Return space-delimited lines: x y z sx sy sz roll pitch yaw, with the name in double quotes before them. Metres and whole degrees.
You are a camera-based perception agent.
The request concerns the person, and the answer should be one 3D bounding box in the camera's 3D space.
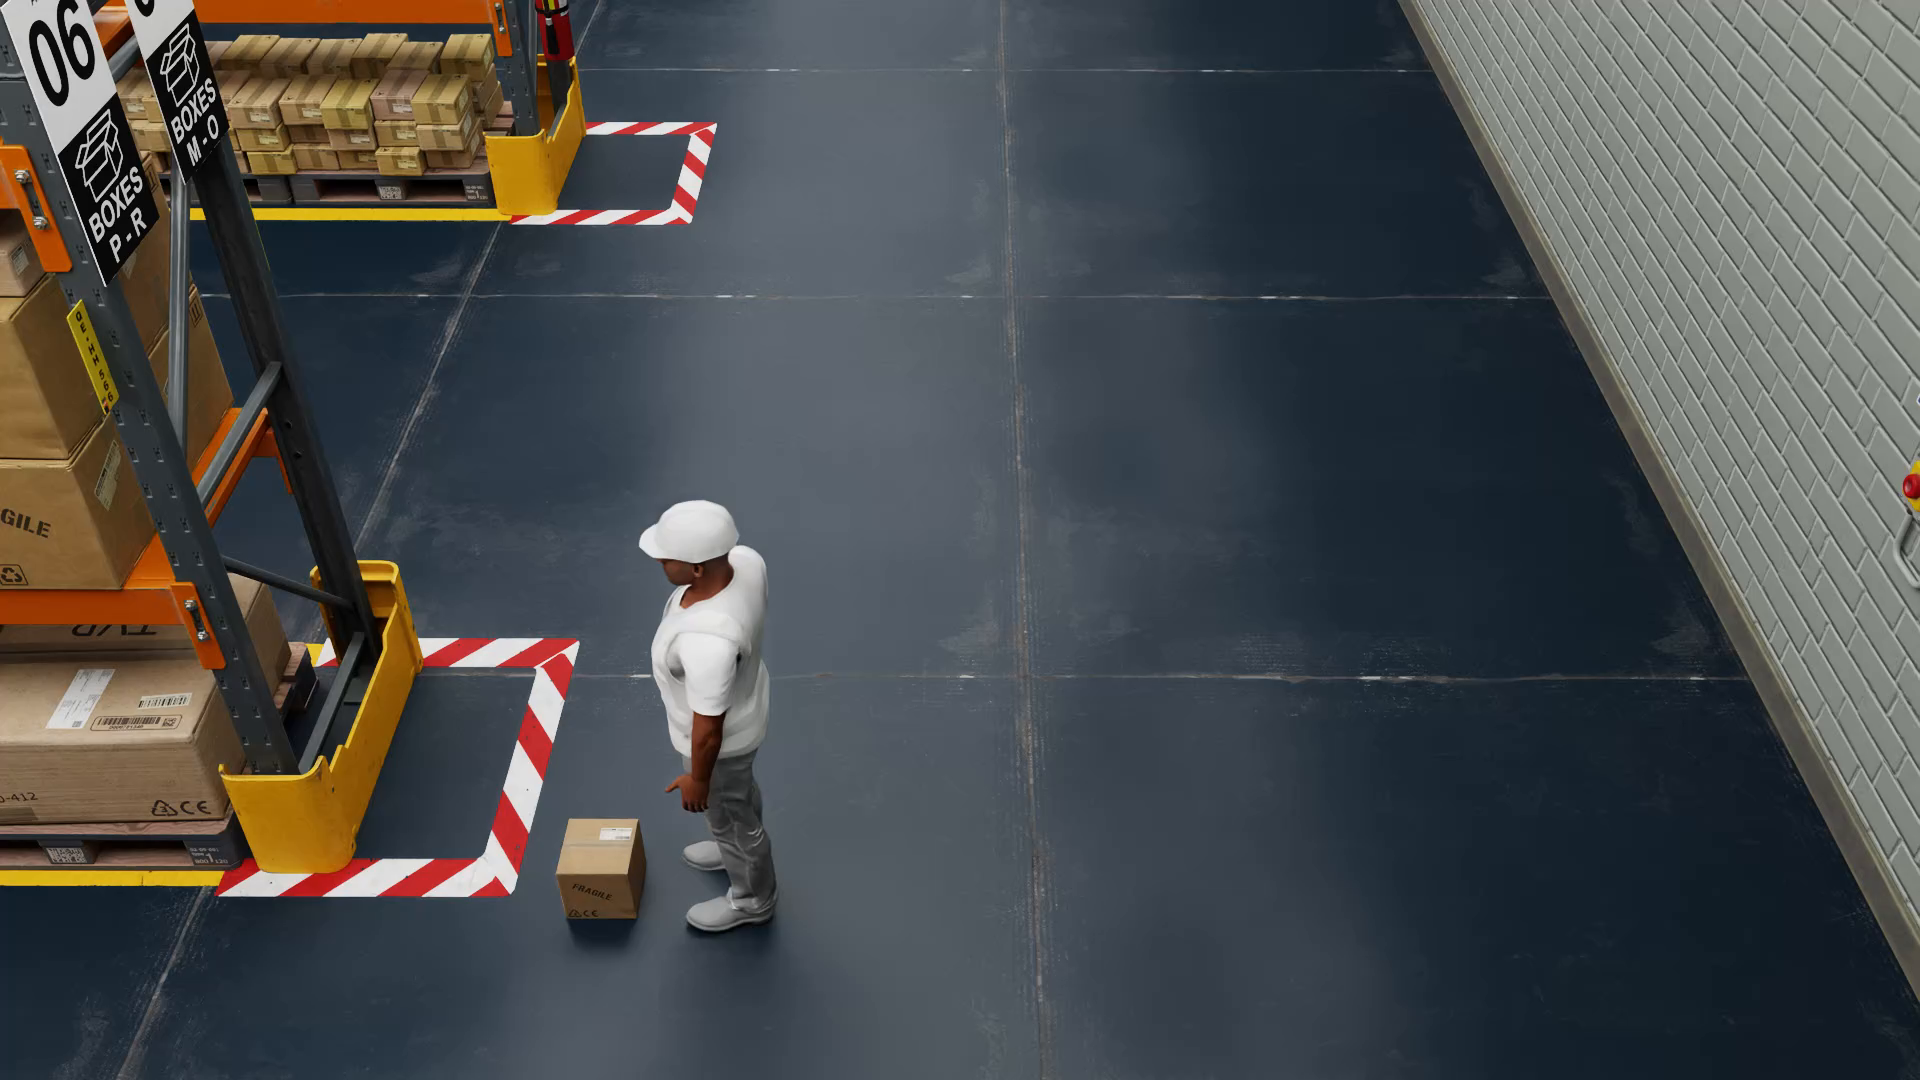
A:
"person" -0.818 0.596 5.414 0.419 1.779 0.582 1 39 1
